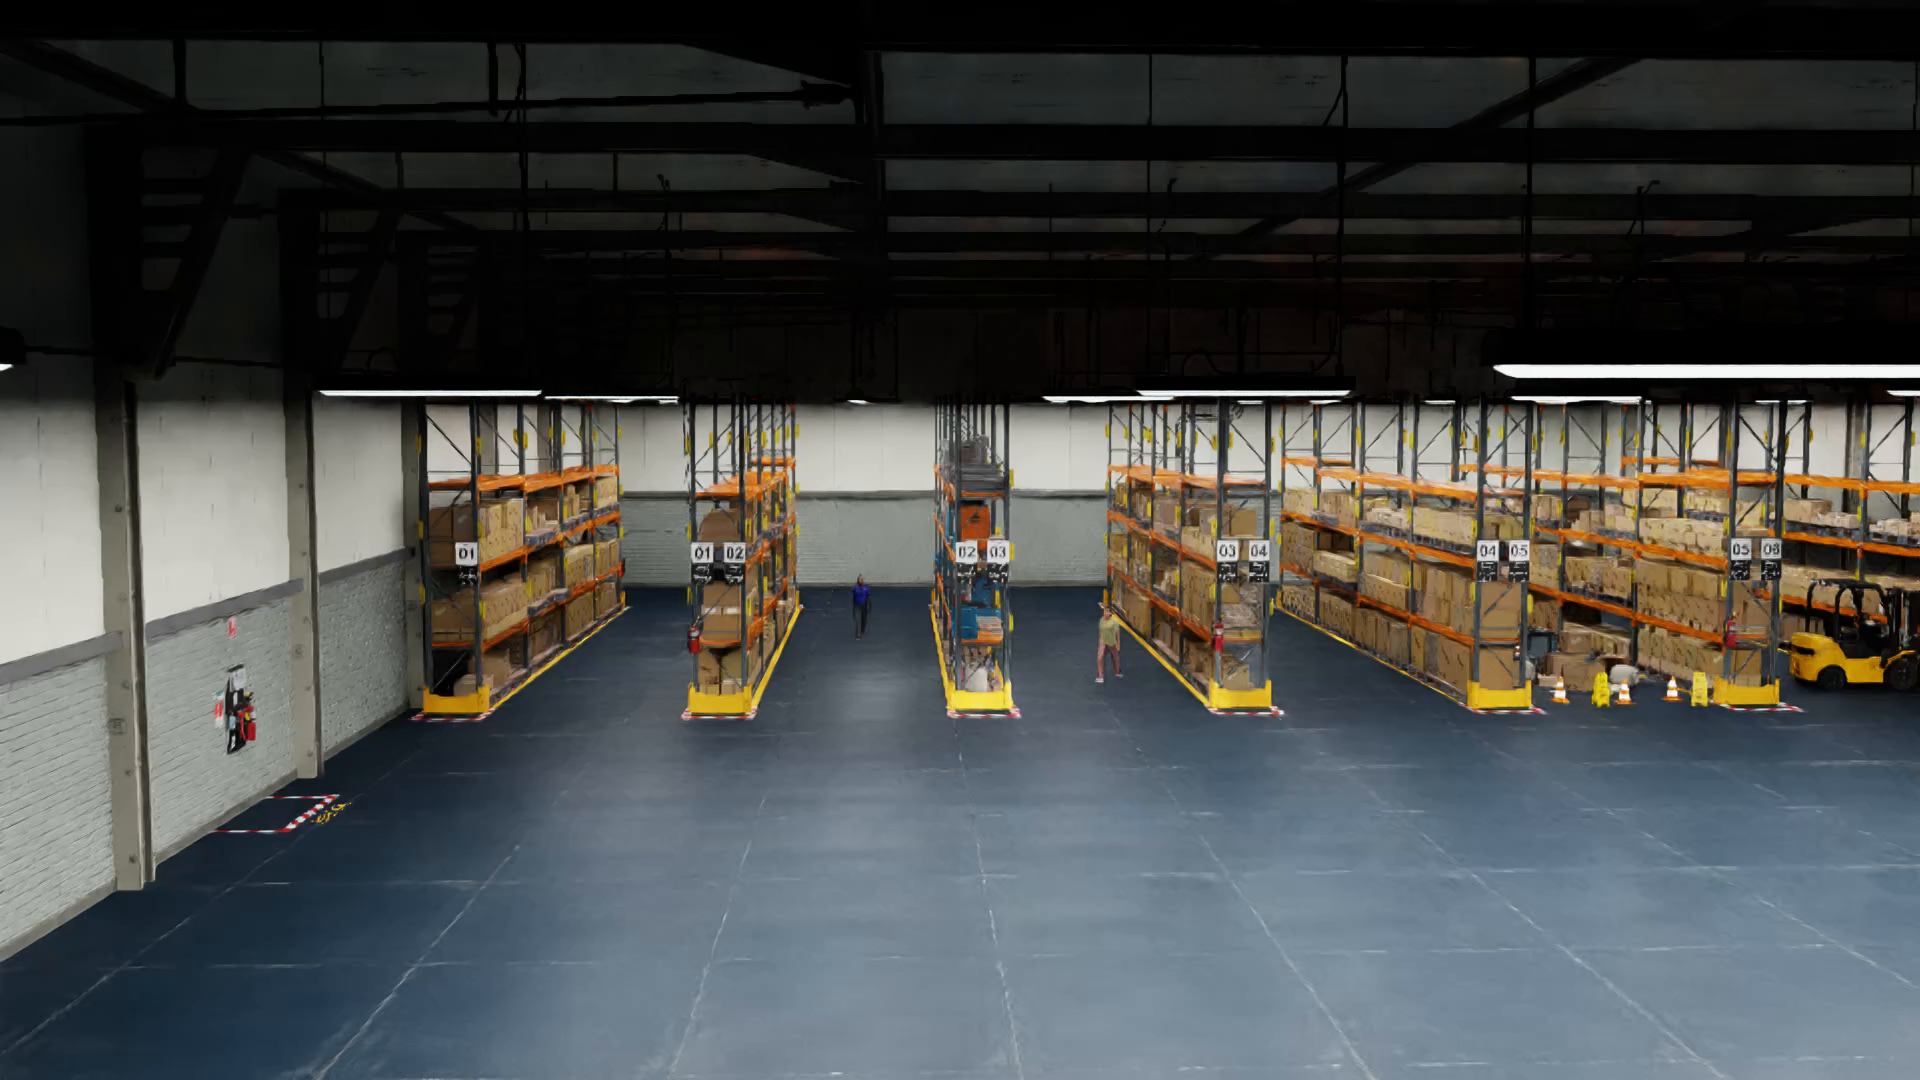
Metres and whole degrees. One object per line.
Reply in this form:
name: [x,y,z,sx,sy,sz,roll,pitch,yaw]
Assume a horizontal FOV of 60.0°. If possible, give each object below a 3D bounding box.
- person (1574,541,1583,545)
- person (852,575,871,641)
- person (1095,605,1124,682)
person: [18.446,0.895,49.422,0.708,1.762,0.586,-3,5,-29]
person: [-2.415,1.650,40.816,0.461,1.596,0.989,0,5,-3]
person: [3.118,2.141,34.669,0.491,1.609,0.953,1,5,18]
